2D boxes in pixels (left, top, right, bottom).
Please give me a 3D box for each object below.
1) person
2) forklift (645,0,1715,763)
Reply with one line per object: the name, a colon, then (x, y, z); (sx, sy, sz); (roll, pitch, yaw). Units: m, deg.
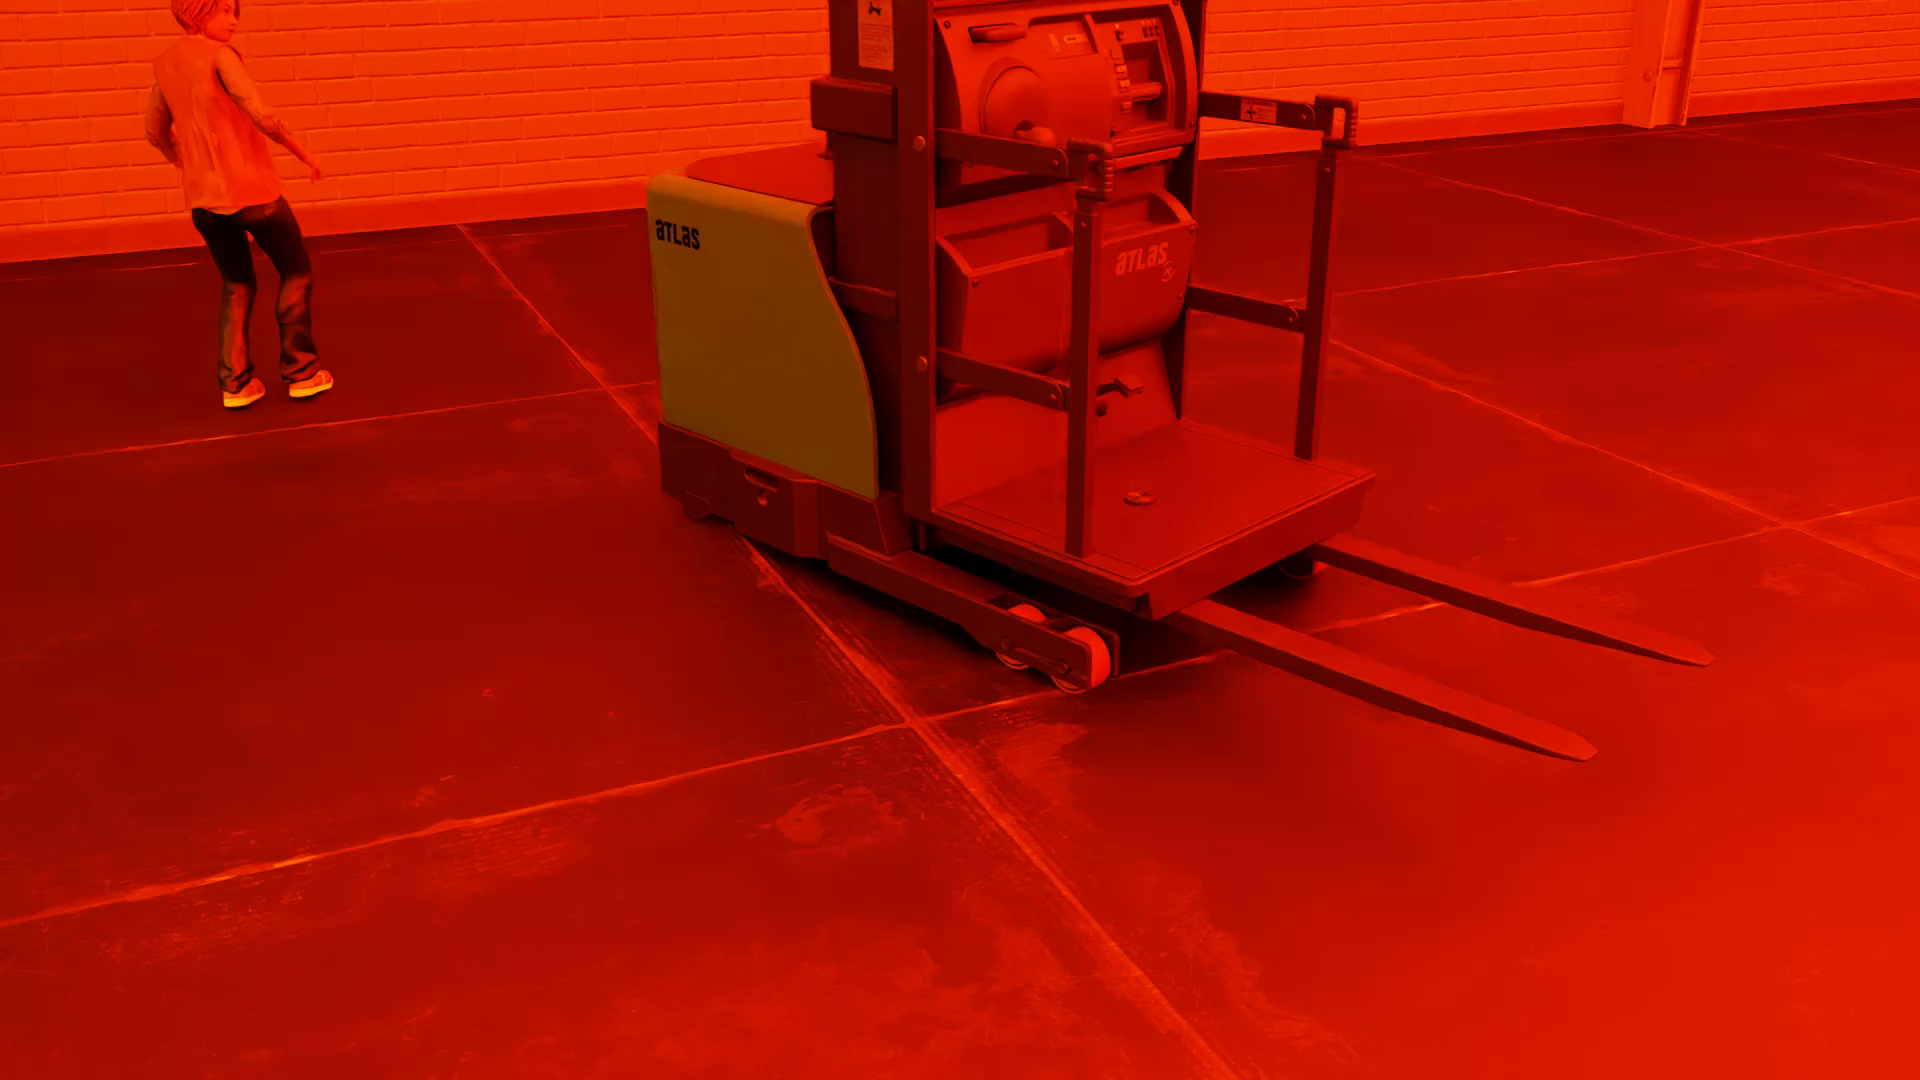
person: (-2.674, -1.263, 6.148); (0.632, 1.554, 0.449); (6, 23, 14)
forklift: (0.448, -1.191, 4.154); (3.031, 2.935, 1.130); (21, 30, 40)
